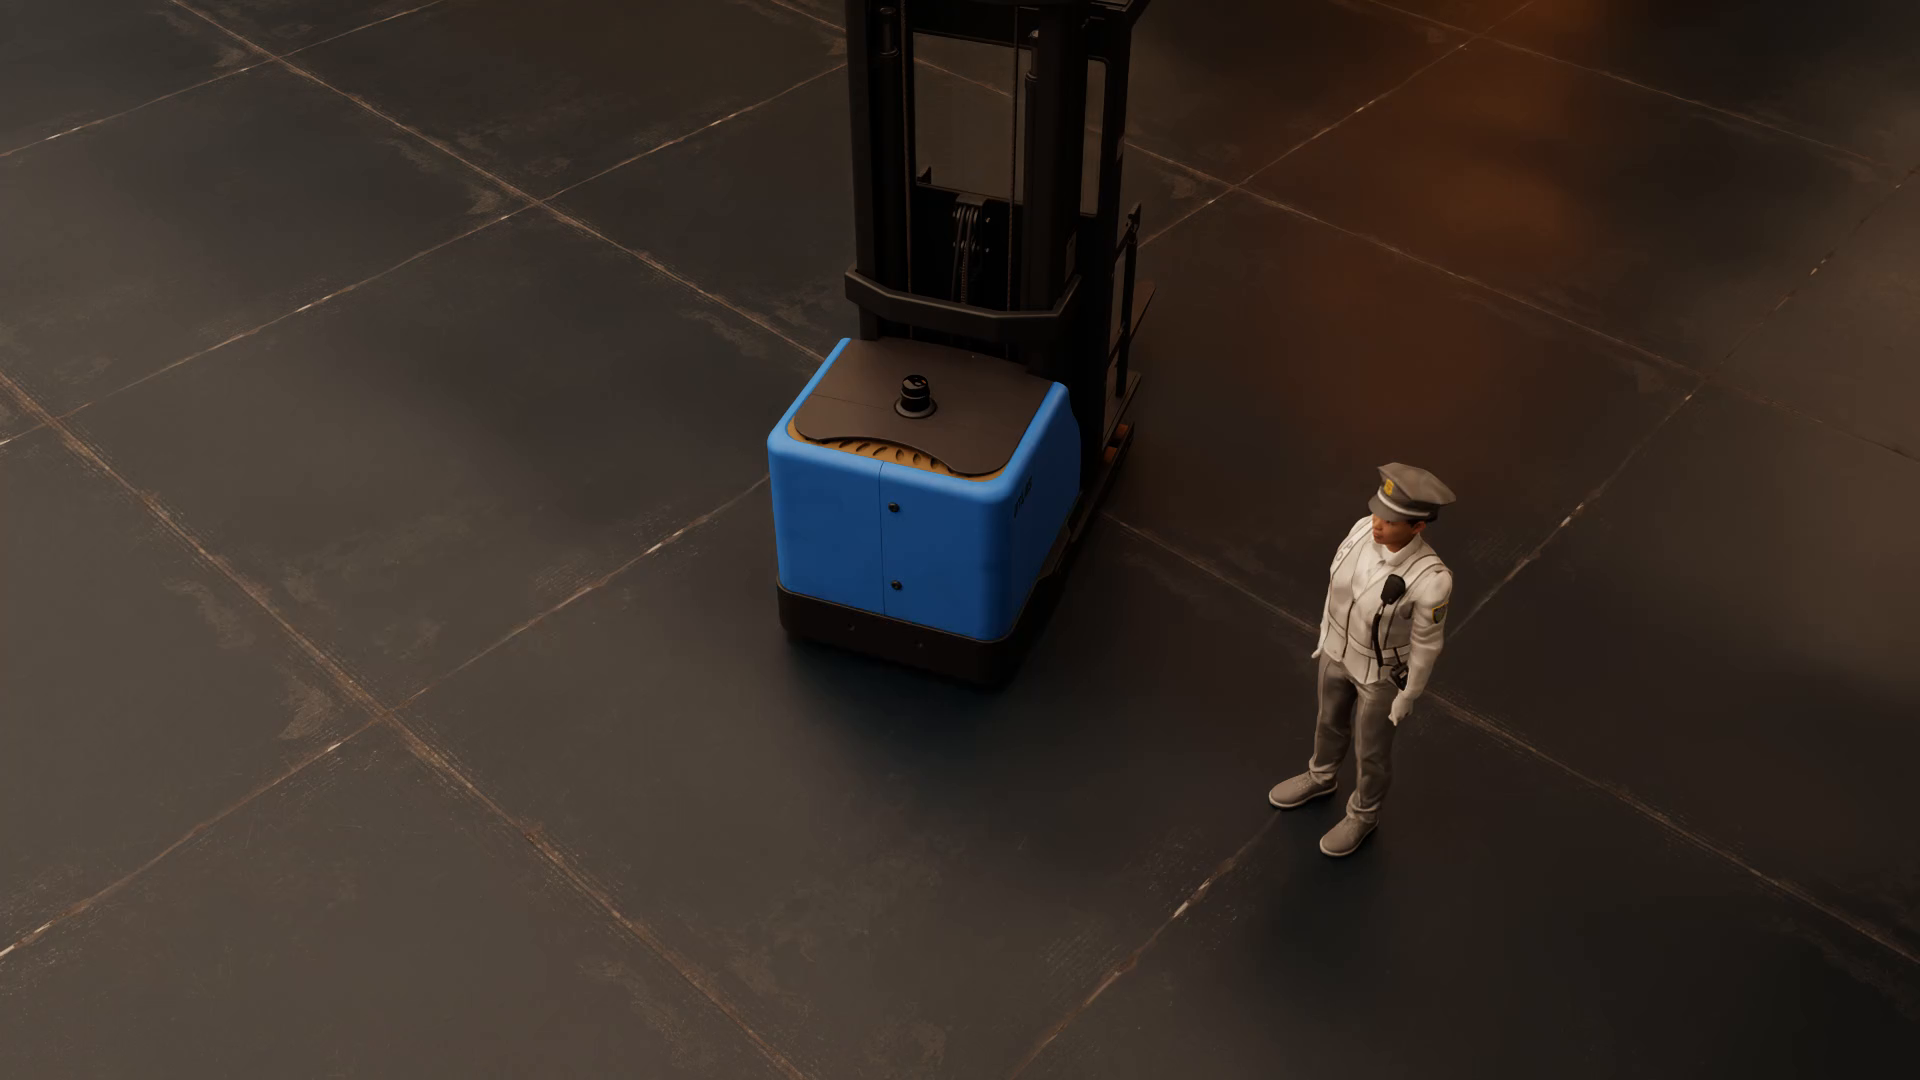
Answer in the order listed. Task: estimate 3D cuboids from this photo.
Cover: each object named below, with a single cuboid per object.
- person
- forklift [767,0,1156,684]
[{"bbox_3d":[1.437,0.432,5.880,0.337,1.691,0.464,-23,46,-24],"label":"person"},{"bbox_3d":[0.211,-1.484,7.158,1.130,2.935,3.031,14,42,15],"label":"forklift"}]
